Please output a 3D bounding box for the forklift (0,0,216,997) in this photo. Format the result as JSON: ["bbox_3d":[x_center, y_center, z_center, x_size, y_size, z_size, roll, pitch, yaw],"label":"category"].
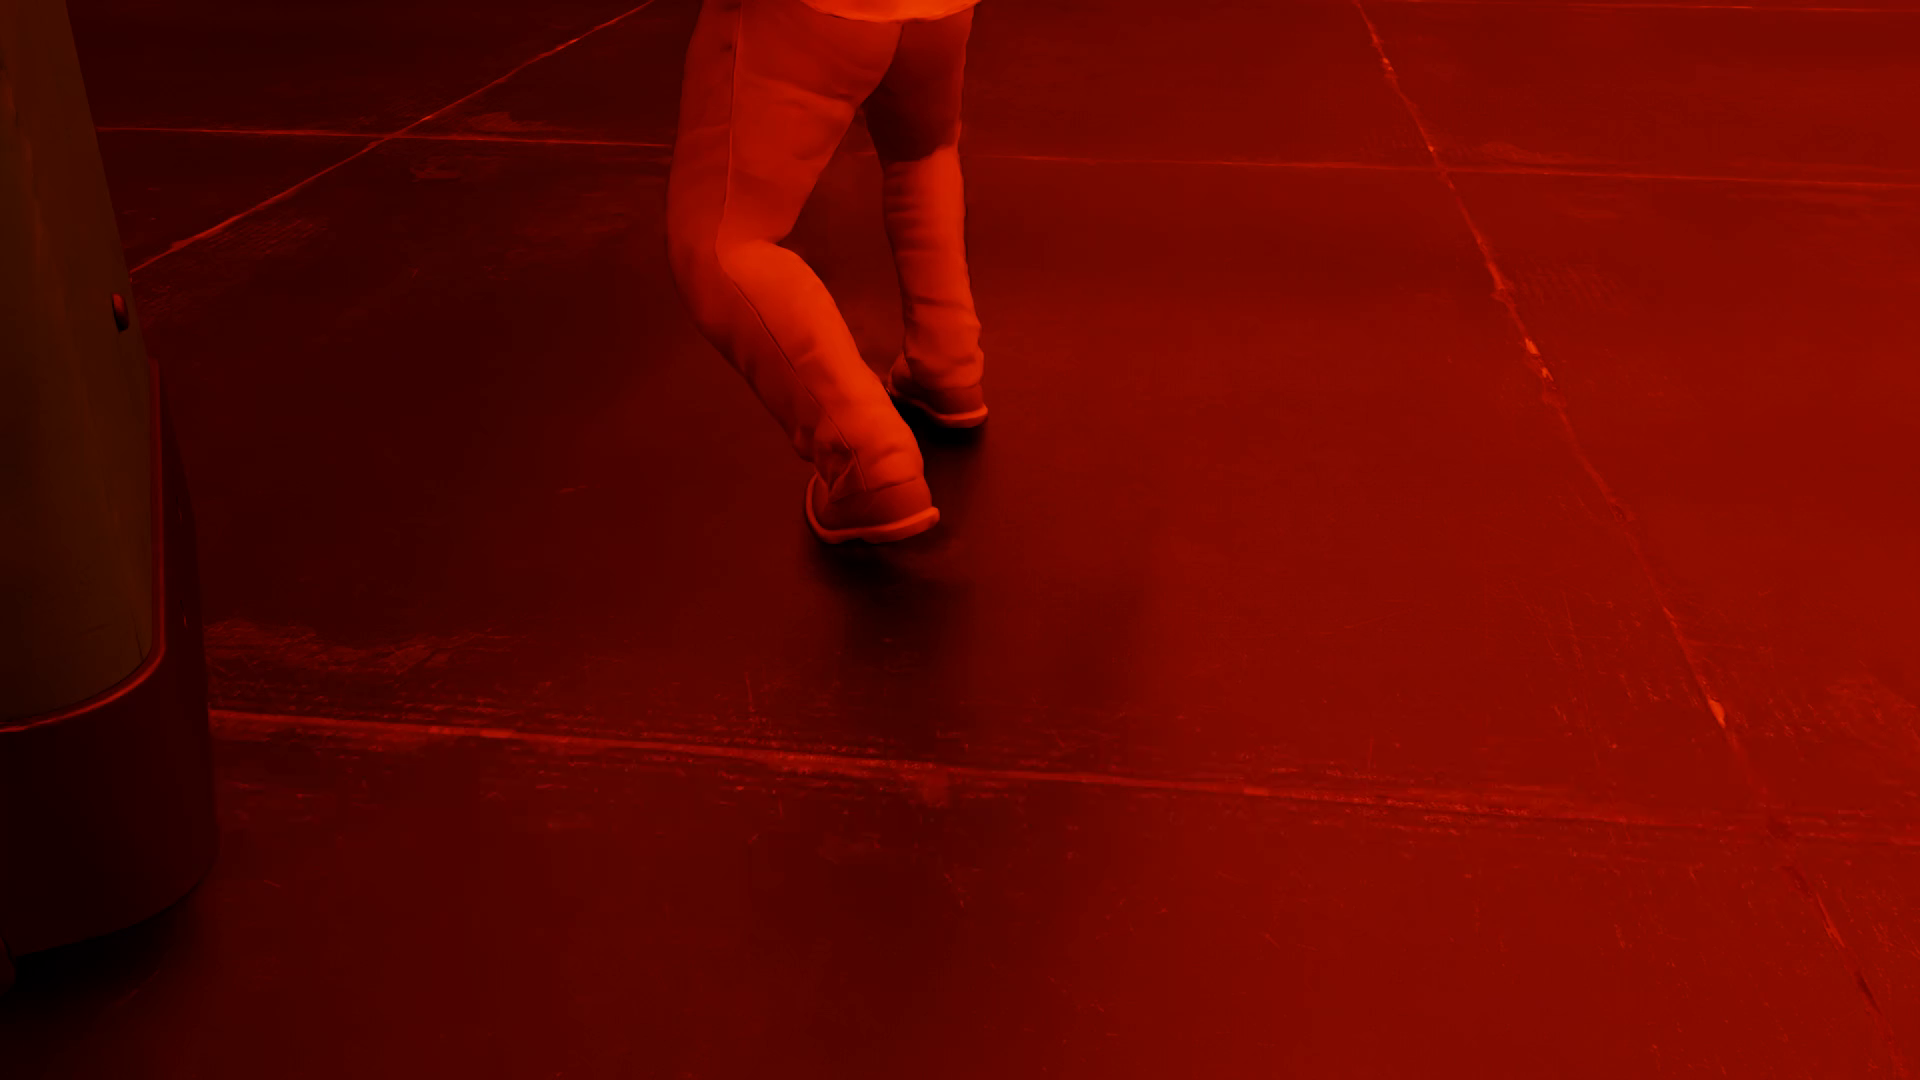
[{"bbox_3d":[-2.319,-0.831,0.882,3.031,2.935,1.130,-11,29,-21],"label":"forklift"}]

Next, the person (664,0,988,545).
[{"bbox_3d":[-0.112,-0.836,2.501,0.798,1.473,0.888,20,33,34],"label":"person"}]
